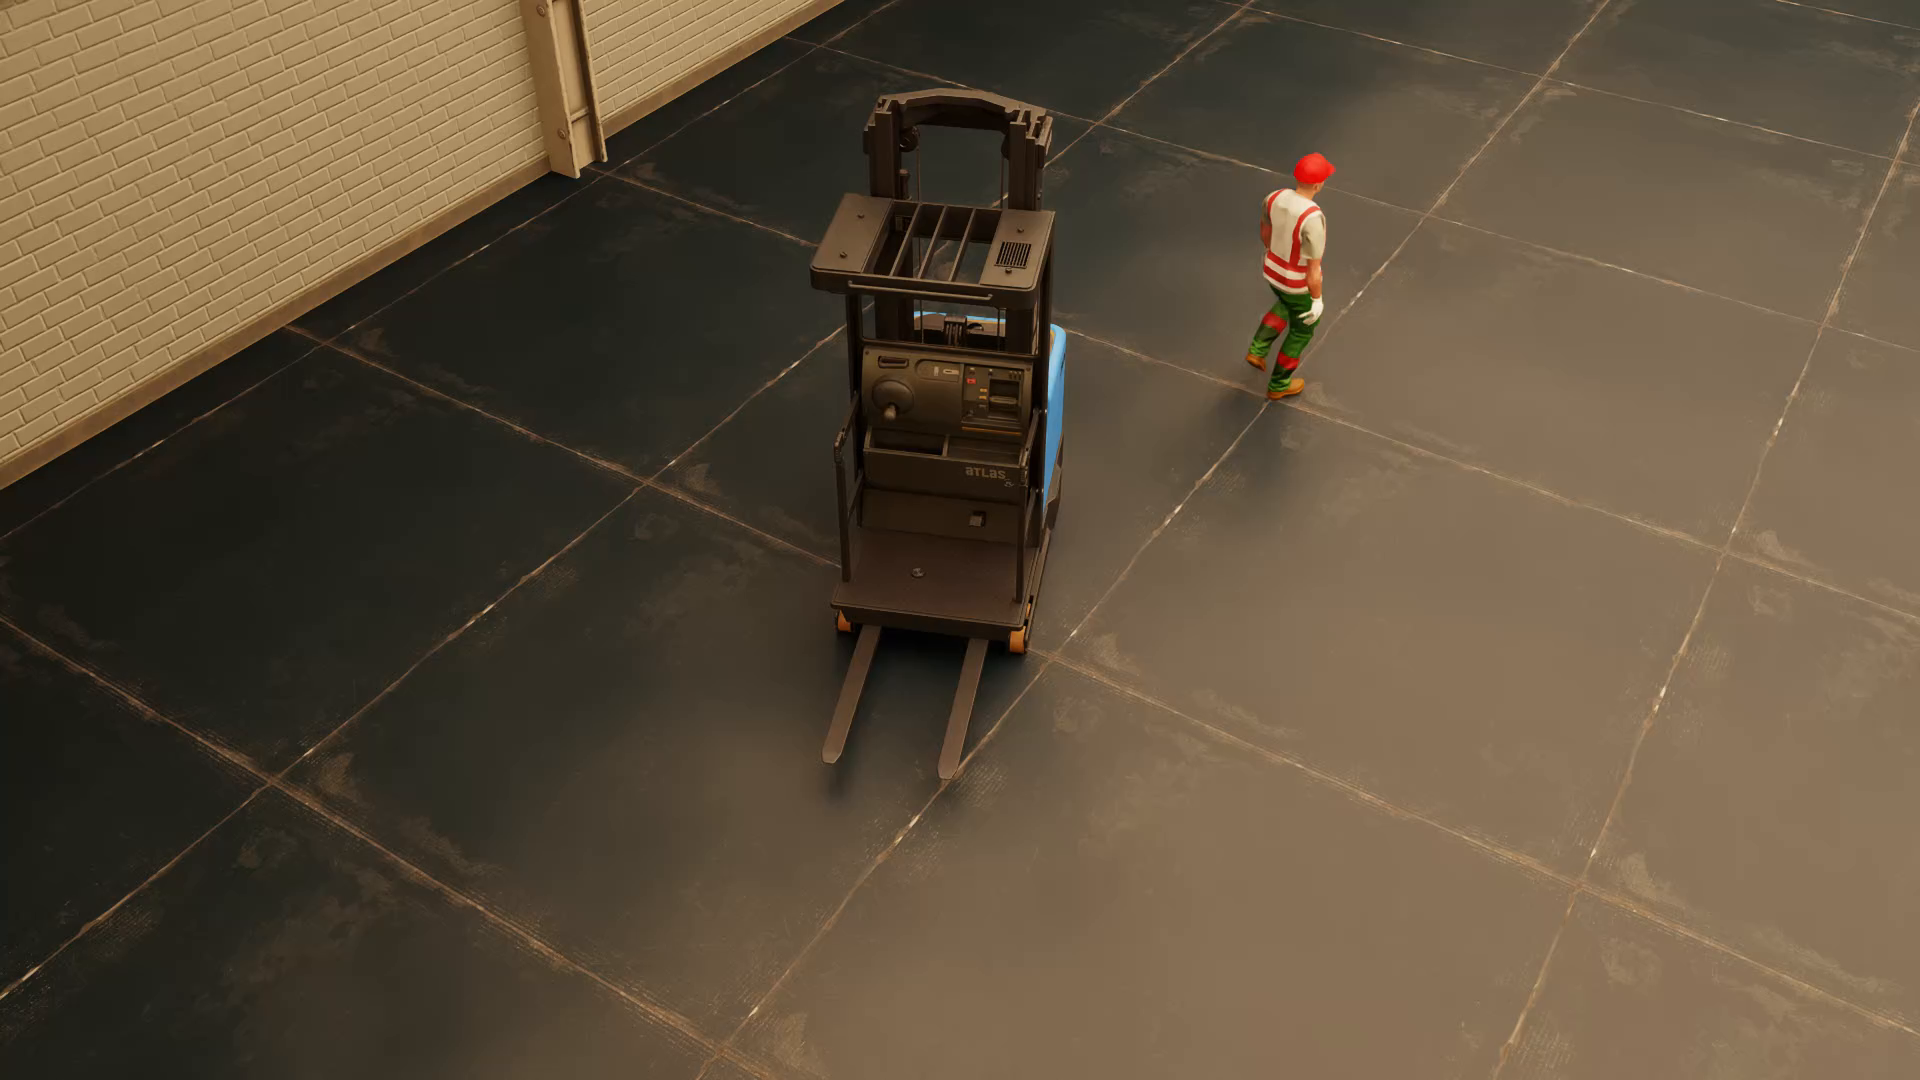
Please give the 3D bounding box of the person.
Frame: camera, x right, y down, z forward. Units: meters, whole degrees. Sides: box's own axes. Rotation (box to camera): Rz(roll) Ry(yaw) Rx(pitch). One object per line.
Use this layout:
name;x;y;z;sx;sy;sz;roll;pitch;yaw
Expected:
person;2.218;-1.740;10.923;0.460;1.767;0.713;-22;45;-24

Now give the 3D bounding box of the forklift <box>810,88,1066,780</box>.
forklift;-0.108;-0.731;8.830;1.130;2.935;3.031;7;41;8
